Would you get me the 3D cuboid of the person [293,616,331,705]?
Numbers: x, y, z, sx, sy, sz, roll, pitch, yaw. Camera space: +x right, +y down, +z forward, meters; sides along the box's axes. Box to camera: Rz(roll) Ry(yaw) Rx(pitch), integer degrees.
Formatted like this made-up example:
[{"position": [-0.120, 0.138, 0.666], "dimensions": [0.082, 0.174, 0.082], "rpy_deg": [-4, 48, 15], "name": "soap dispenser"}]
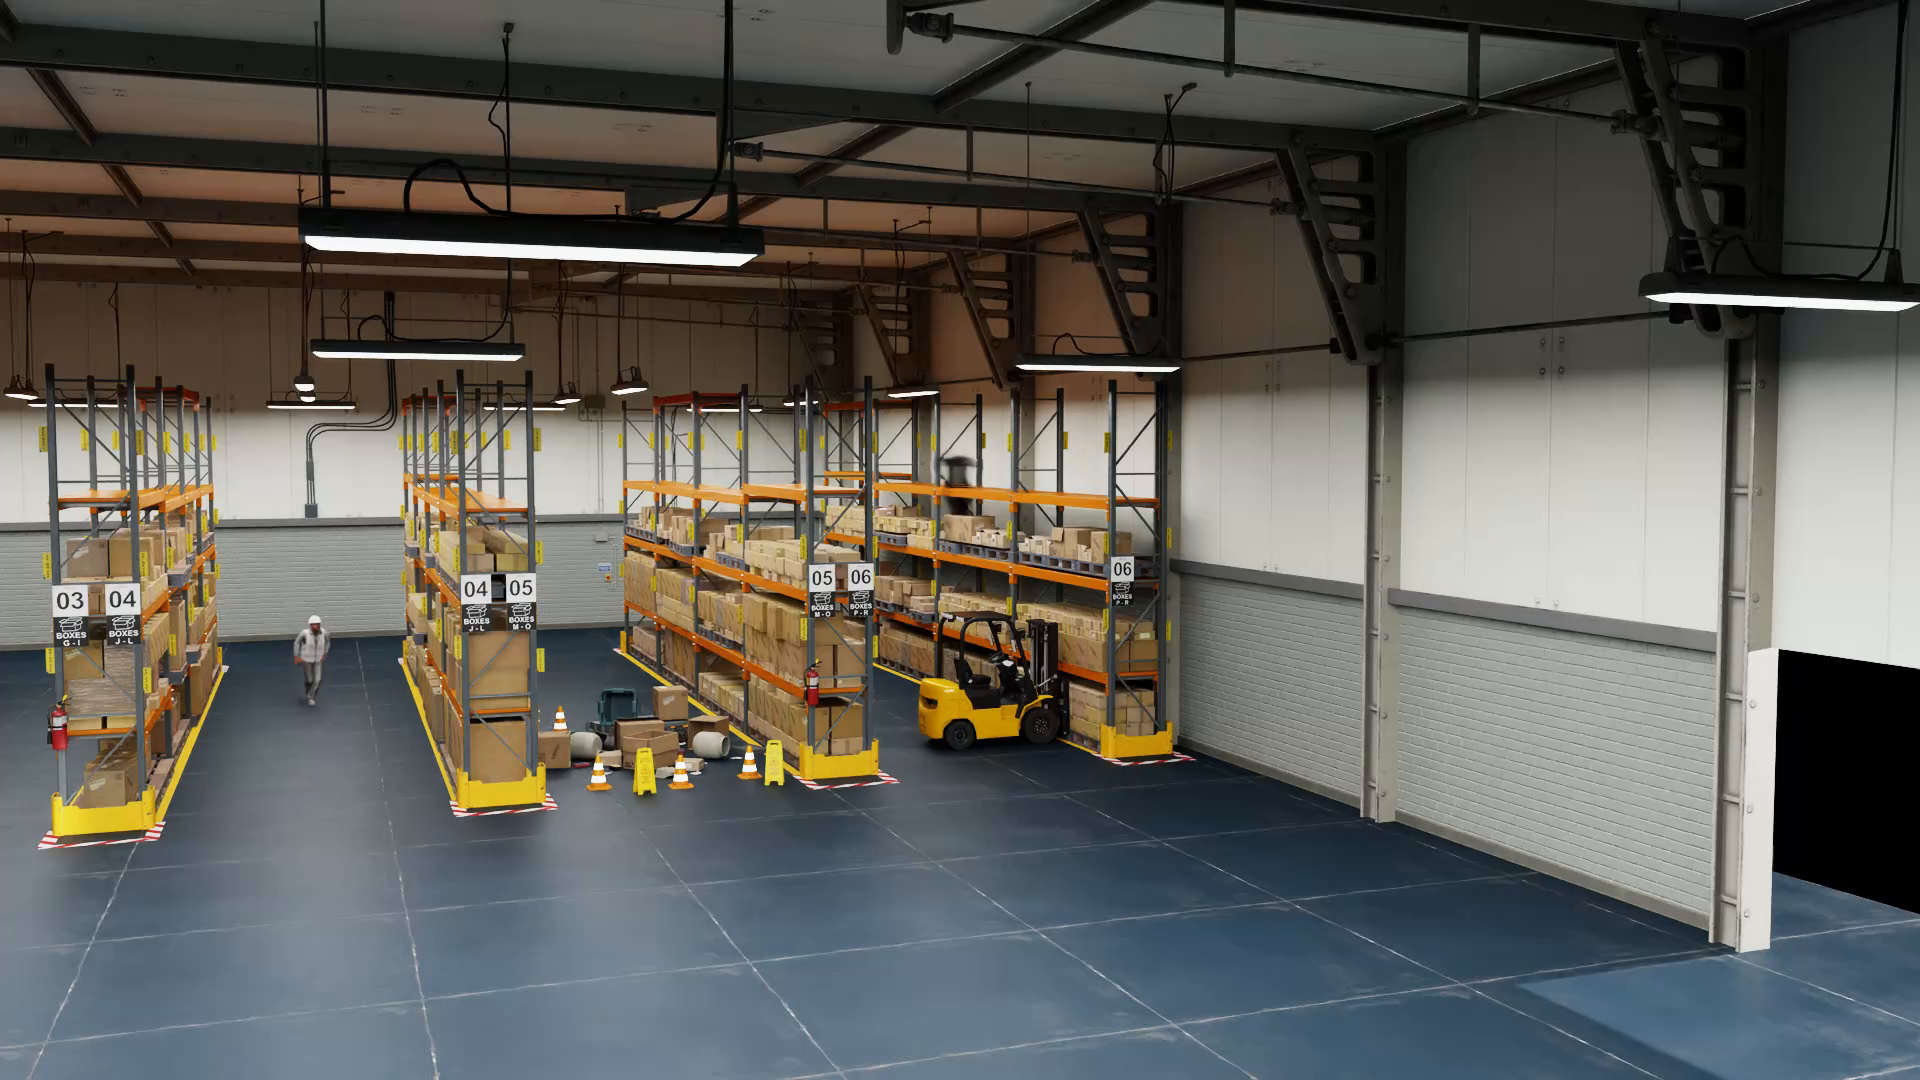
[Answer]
[{"position": [-12.405, 2.293, 31.860], "dimensions": [0.660, 1.711, 0.680], "rpy_deg": [-3, 4, -38], "name": "person"}]
